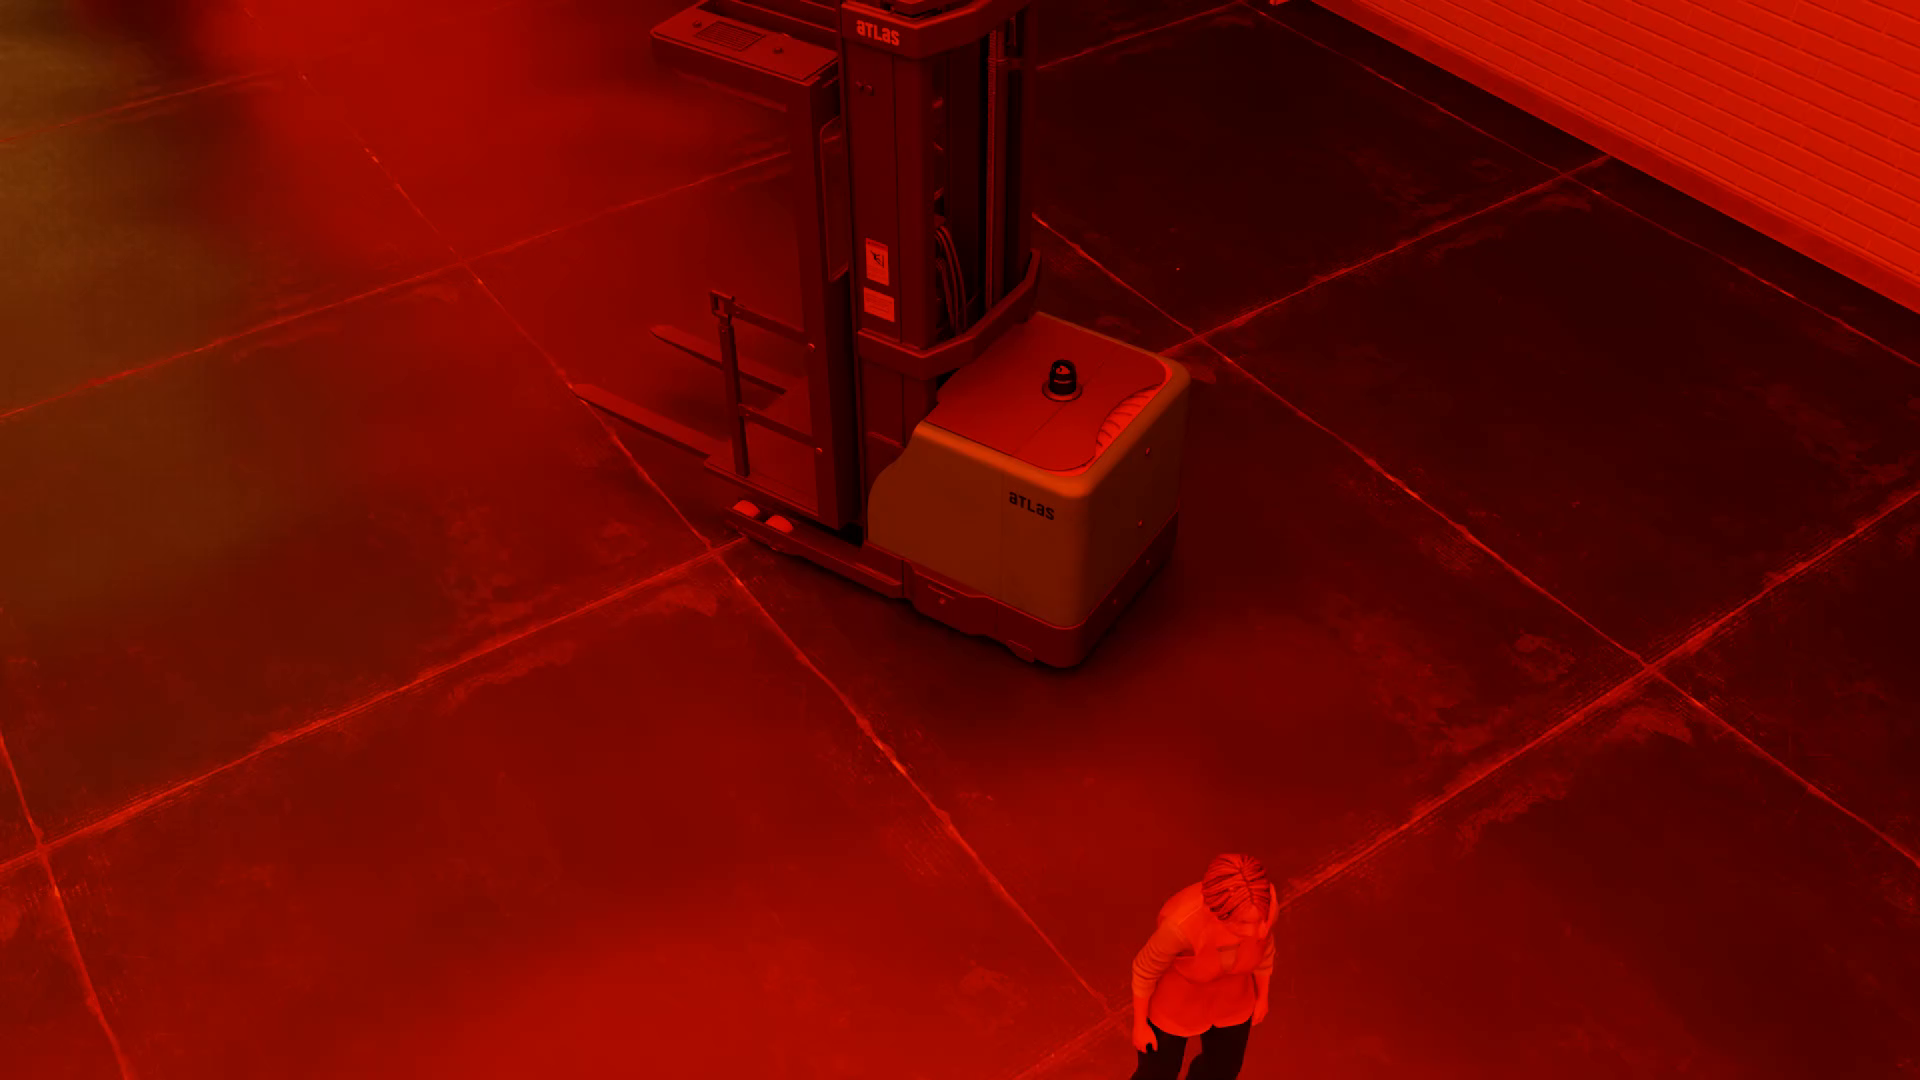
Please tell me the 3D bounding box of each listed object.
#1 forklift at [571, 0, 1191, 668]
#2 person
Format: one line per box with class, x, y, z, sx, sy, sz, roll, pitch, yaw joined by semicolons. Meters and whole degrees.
forklift;-0.511;-1.302;7.129;3.031;2.935;1.130;24;48;24
person;0.735;1.448;5.133;0.476;1.591;0.345;-11;44;-11
